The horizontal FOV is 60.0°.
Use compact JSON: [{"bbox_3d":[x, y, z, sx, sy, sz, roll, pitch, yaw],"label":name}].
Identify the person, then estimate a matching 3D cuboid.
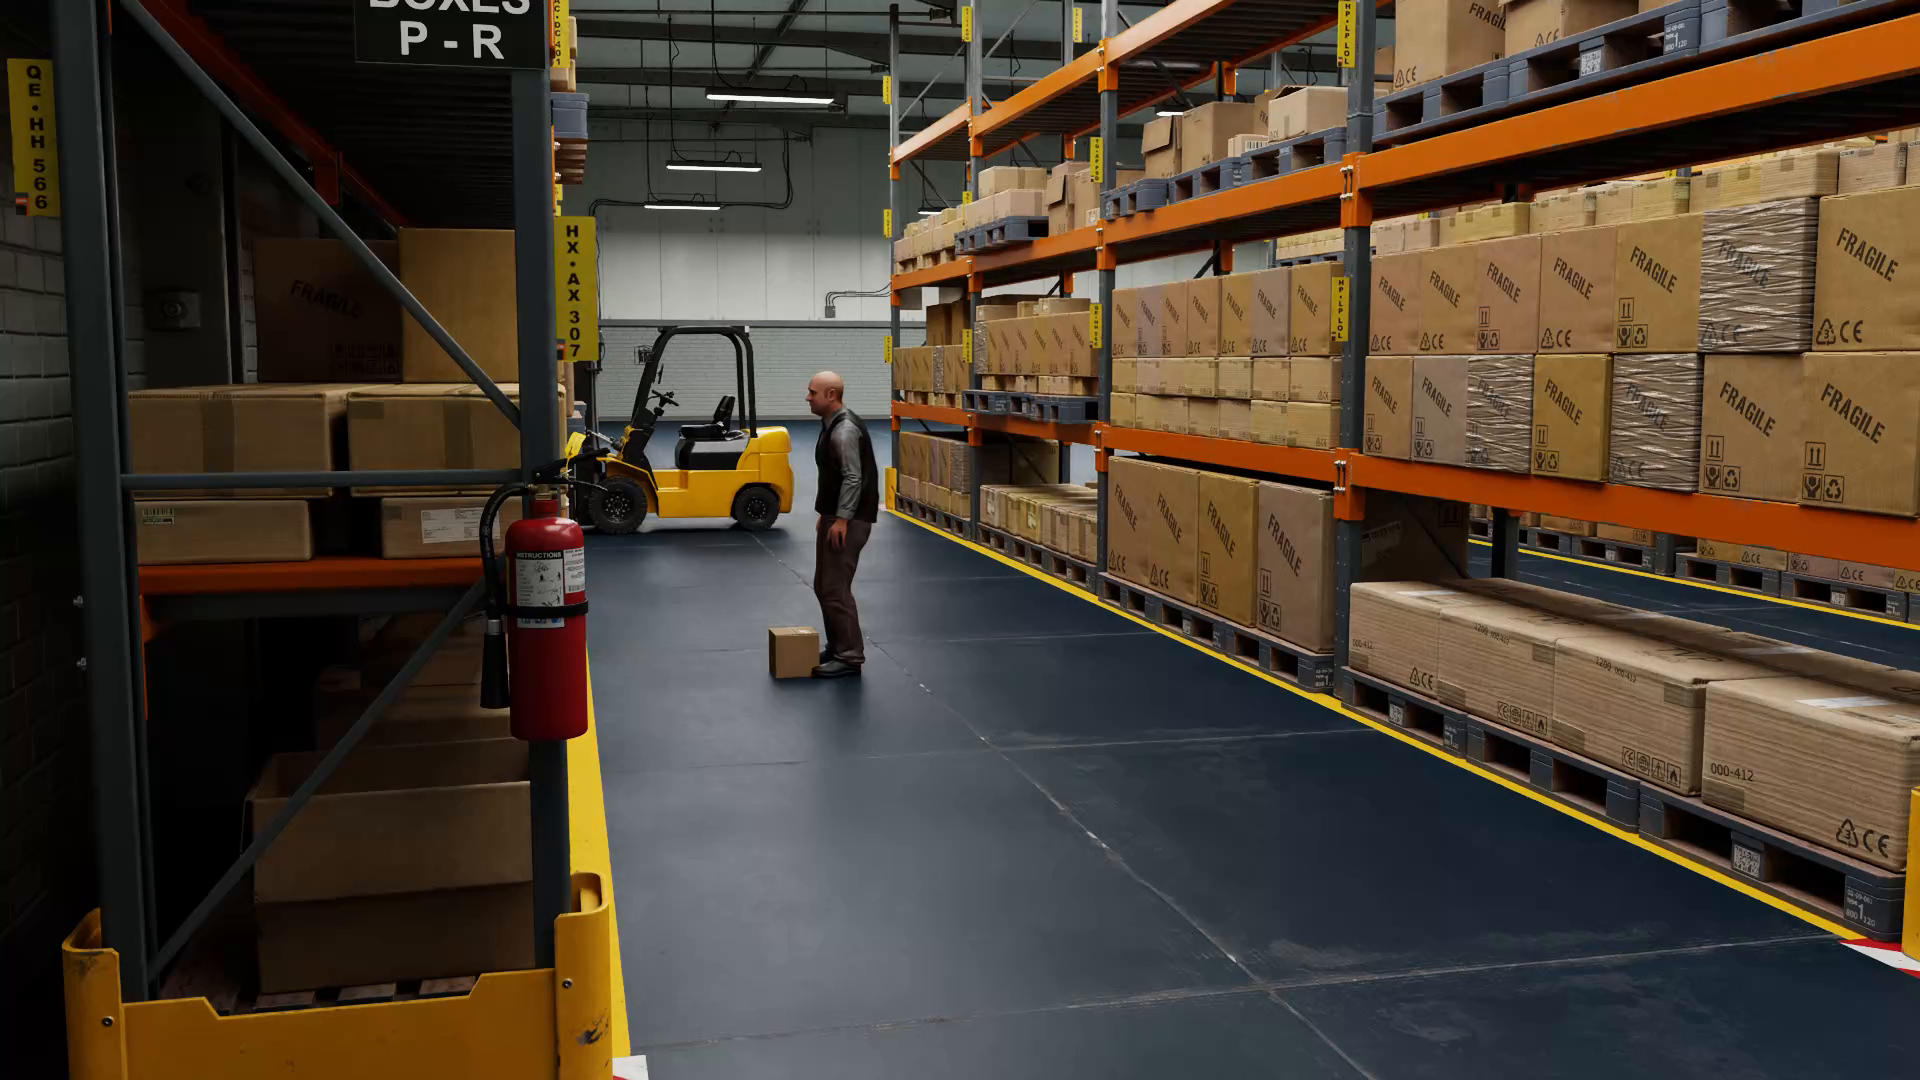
[{"bbox_3d":[-0.677,-0.099,9.491,0.421,1.720,0.580,-1,6,-14],"label":"person"}]
